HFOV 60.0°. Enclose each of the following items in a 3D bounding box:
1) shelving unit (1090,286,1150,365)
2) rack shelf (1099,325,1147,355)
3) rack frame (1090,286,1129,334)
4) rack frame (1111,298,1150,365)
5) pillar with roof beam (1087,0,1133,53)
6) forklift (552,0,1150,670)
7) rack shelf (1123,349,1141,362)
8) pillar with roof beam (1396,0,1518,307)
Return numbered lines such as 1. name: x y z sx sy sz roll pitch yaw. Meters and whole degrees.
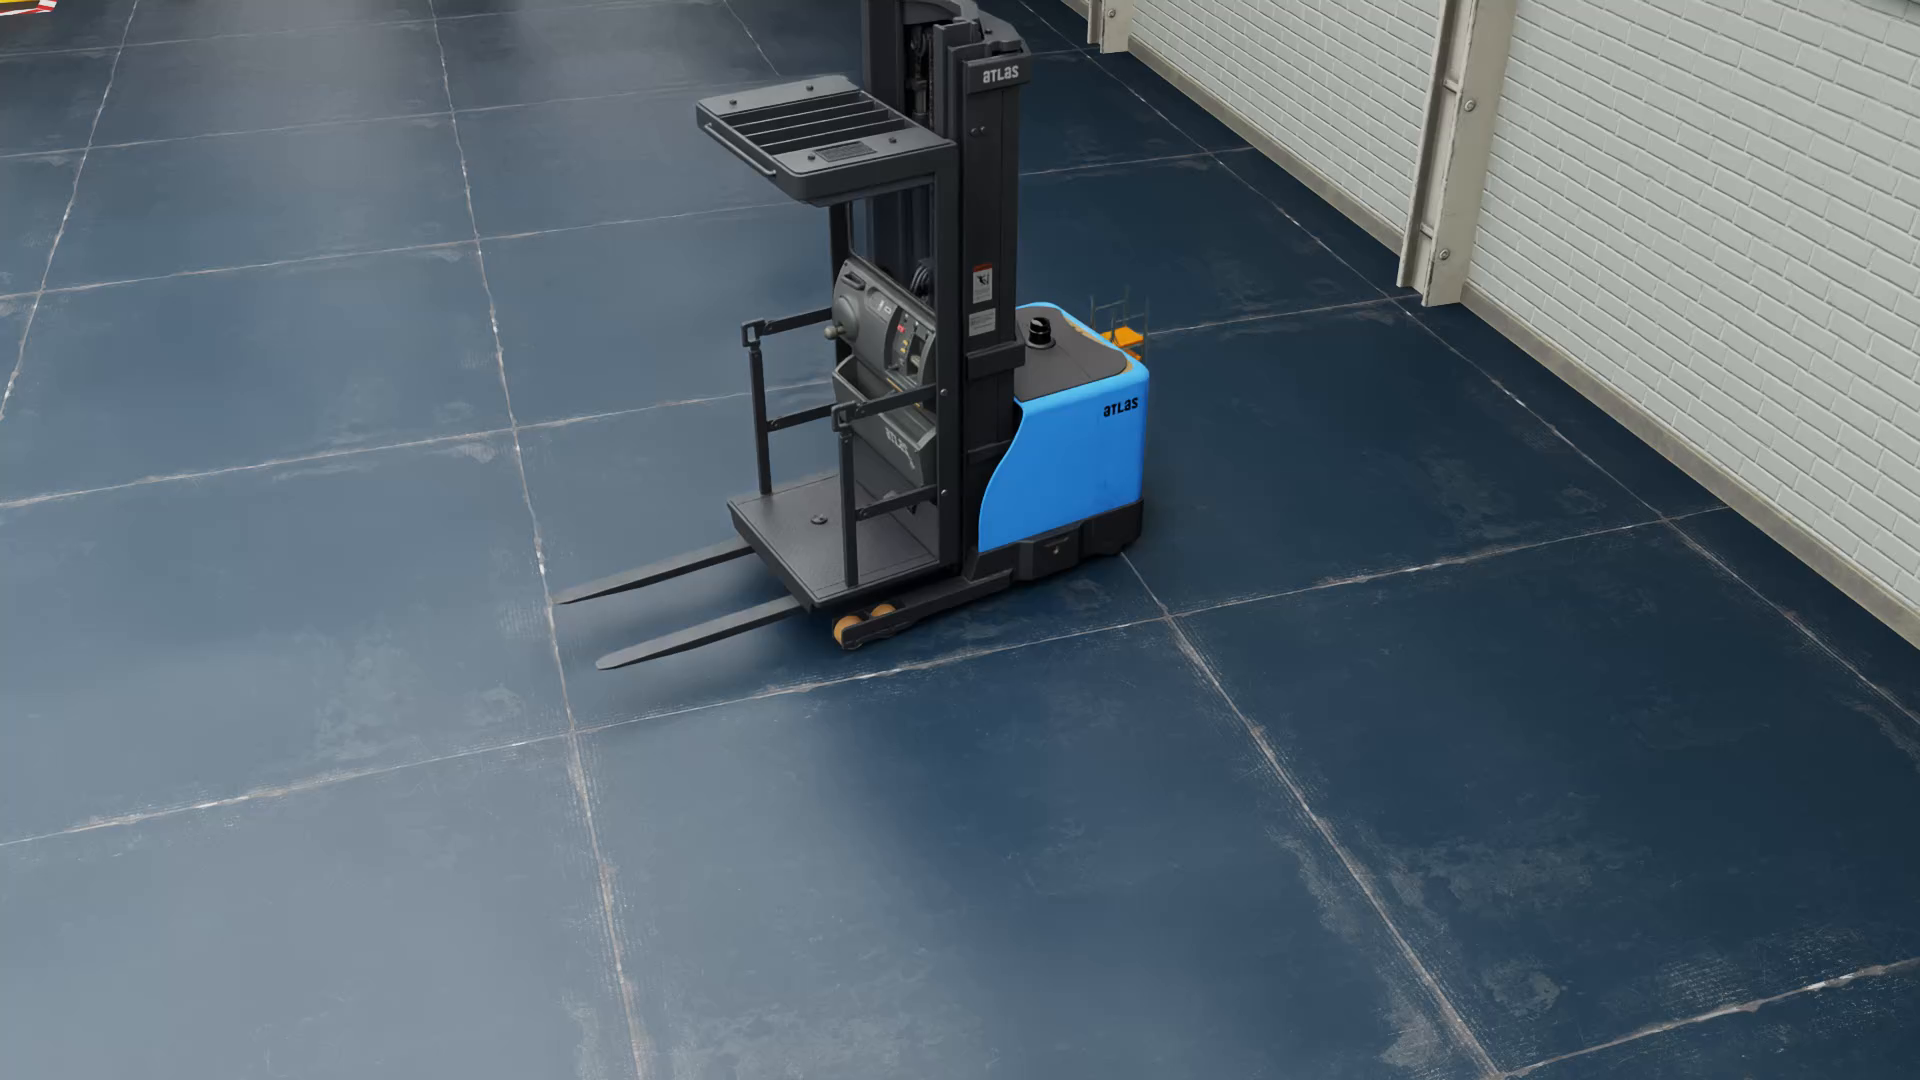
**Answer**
1. shelving unit: 0.851 -0.792 9.177 0.258 1.200 0.189 -19 38 -27
2. rack shelf: 0.854 -1.056 9.004 0.258 0.103 0.180 -19 38 -27
3. rack frame: 0.802 -0.835 9.241 0.240 1.200 0.006 -19 38 -27
4. rack frame: 0.900 -0.749 9.112 0.240 1.200 0.006 -19 38 -27
5. pillar with roof beam: -2.625 -7.922 12.896 9.100 9.000 0.400 -10 35 -15
6. forklift: -0.549 -1.014 7.945 3.031 2.935 1.130 -18 37 -25
7. rack shelf: 0.852 -0.956 9.070 0.258 0.103 0.180 -19 38 -27
8. pillar with roof beam: -0.795 -4.772 8.129 9.100 9.000 0.400 -10 35 -15
